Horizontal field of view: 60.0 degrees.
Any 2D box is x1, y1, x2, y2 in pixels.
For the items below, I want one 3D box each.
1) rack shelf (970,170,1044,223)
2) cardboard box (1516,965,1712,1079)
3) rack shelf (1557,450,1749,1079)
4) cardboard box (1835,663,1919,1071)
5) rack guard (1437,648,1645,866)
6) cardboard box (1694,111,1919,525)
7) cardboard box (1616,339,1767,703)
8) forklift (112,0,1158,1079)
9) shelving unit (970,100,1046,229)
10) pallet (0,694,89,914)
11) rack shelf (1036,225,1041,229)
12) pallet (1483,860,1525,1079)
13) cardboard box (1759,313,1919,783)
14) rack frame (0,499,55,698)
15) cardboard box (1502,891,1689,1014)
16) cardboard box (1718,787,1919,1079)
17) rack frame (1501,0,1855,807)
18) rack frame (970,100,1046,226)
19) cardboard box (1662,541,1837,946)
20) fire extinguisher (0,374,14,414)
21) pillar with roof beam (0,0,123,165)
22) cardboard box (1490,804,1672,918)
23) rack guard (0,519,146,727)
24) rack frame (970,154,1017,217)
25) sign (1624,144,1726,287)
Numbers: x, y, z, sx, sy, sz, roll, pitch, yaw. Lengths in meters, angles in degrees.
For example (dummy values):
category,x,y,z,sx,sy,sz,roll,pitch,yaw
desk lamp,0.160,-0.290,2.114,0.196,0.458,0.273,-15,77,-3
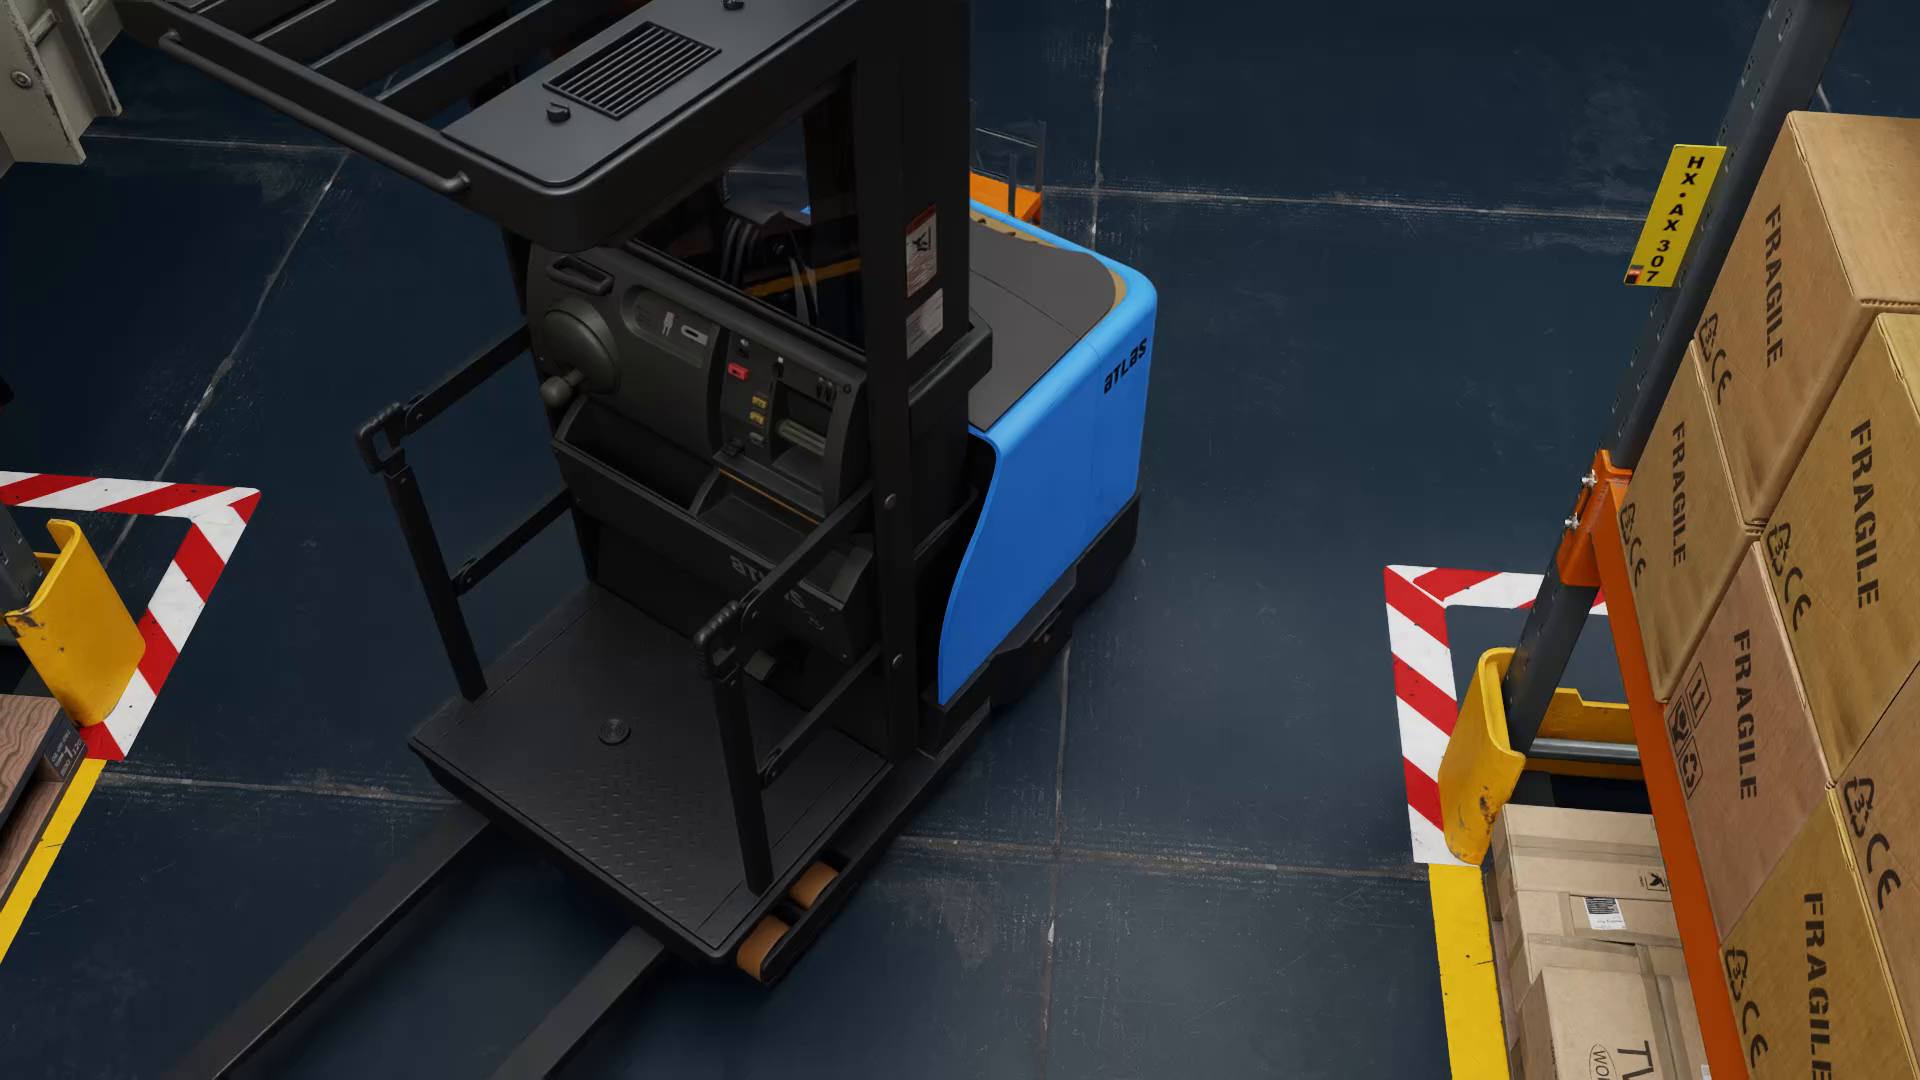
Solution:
category,x,y,z,sx,sy,sz,roll,pitch,yaw
rack shelf,0.090,-0.969,4.894,0.258,0.103,0.180,21,51,18
cardboard box,1.537,1.238,3.651,0.500,0.250,0.500,4,48,4
rack shelf,1.732,1.423,2.404,1.077,0.370,4.000,4,48,4
cardboard box,1.521,0.399,2.107,0.500,0.500,0.500,4,48,4
rack guard,1.907,0.610,4.354,1.175,0.500,0.348,4,48,4
cardboard box,1.611,-0.353,2.794,0.500,0.500,0.500,5,48,5
cardboard box,1.611,-0.015,3.163,0.500,0.500,0.500,5,48,4
forklift,-0.724,-0.287,3.526,1.130,2.935,3.031,28,53,23
shelving unit,0.088,-0.757,5.127,0.258,1.200,0.189,21,51,18
pallet,-3.014,0.914,4.271,1.003,0.211,1.213,4,48,4
rack shelf,0.090,-0.888,4.983,0.258,0.103,0.180,21,51,18
pallet,1.836,1.293,3.924,1.003,0.211,1.213,4,48,4
cardboard box,1.571,0.032,2.443,0.500,0.500,0.500,4,48,4
rack frame,-3.019,-0.620,3.785,1.000,3.000,0.127,4,48,4
cardboard box,1.511,0.986,3.937,0.380,0.166,0.250,4,48,4
cardboard box,1.521,0.733,2.479,0.500,0.500,0.500,4,48,3
rack frame,1.914,-0.290,3.482,1.000,3.000,0.127,4,48,4
rack frame,0.130,-0.816,5.182,0.240,1.200,0.006,21,51,18
cardboard box,1.570,0.364,2.816,0.500,0.500,0.500,3,48,3
fire extinguisher,-2.546,-0.548,4.024,0.296,0.674,0.183,4,48,4
pillar with roof beam,0.653,-4.398,3.174,9.100,9.000,0.400,4,48,4
cardboard box,1.534,0.808,4.112,0.380,0.149,0.250,4,48,4
rack guard,-3.017,0.206,4.723,1.175,0.500,0.348,4,48,4
rack frame,0.046,-0.697,5.072,0.240,1.200,0.006,21,51,18
sign,1.374,-0.618,3.196,0.100,0.325,0.005,4,48,4
